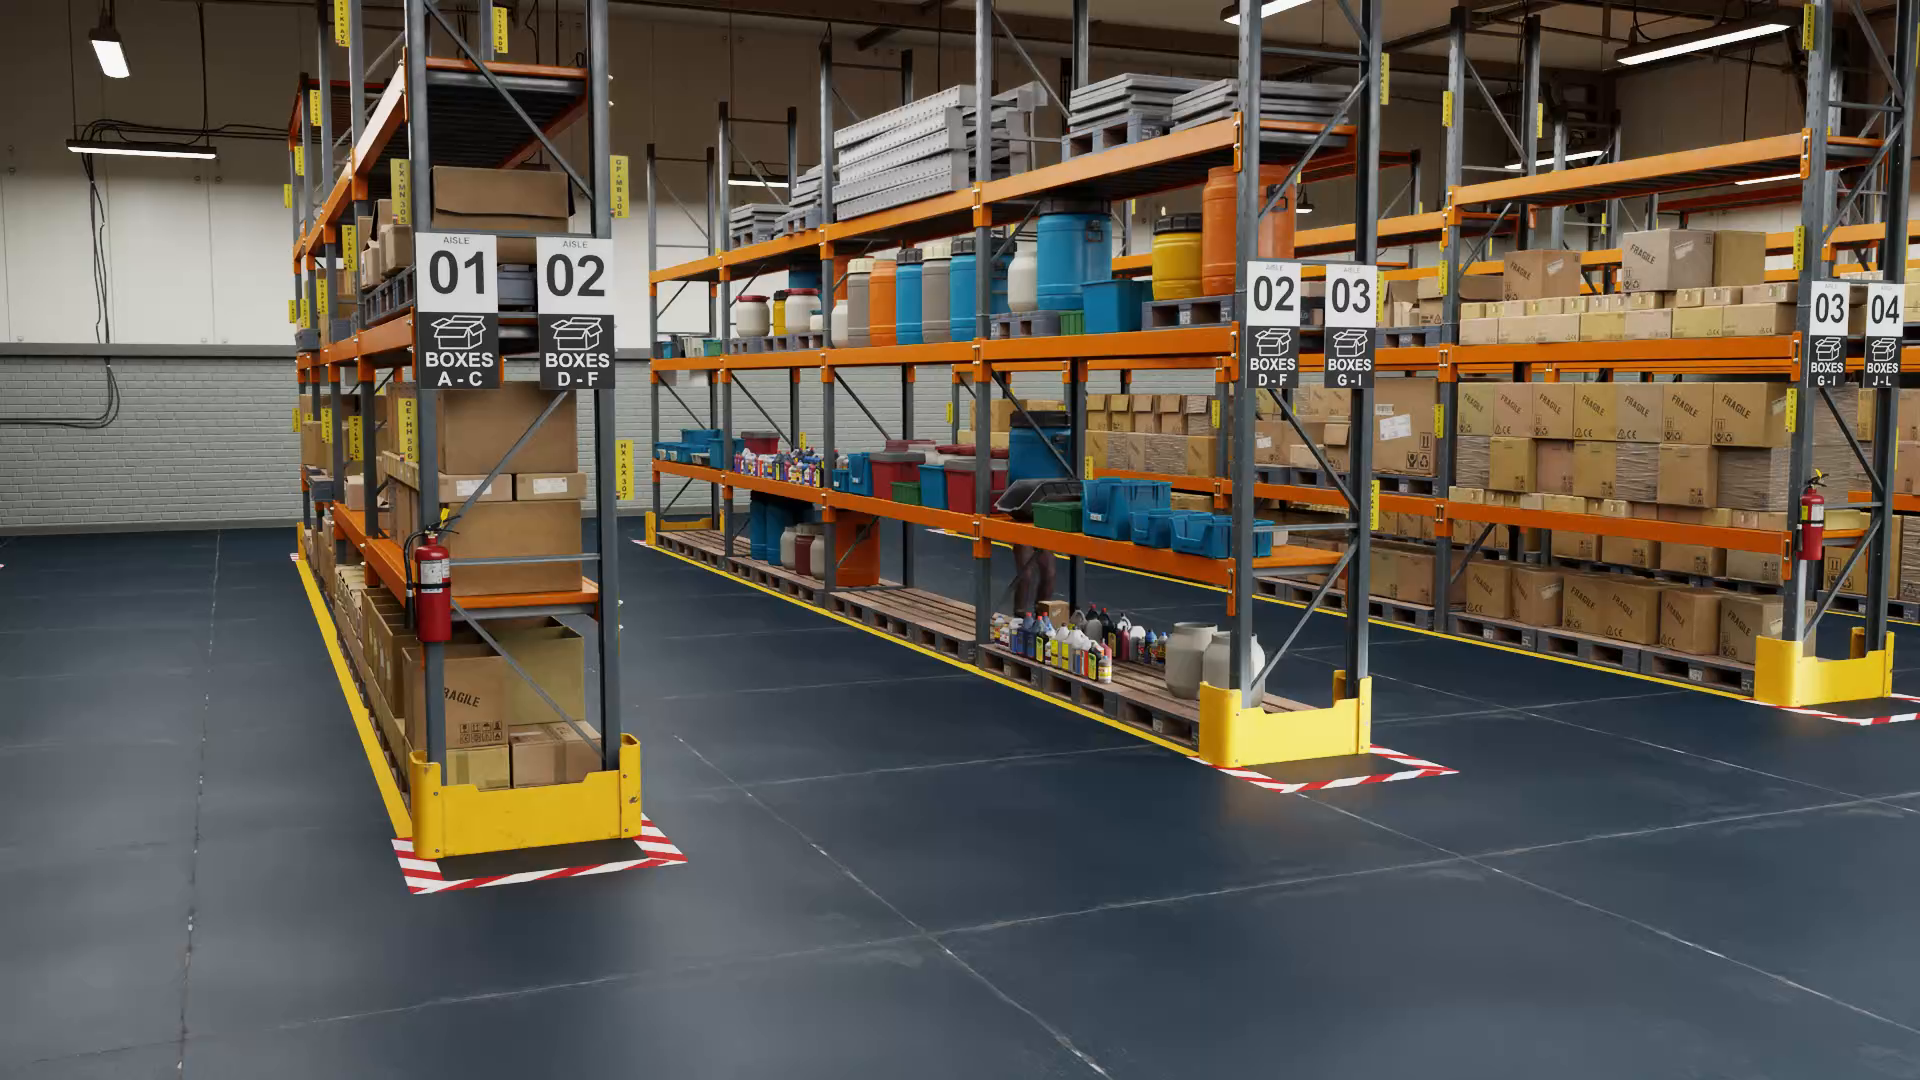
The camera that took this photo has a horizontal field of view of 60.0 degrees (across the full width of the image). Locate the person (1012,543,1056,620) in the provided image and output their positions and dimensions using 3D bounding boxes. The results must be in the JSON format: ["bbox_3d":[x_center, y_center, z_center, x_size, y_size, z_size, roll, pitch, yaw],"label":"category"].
[{"bbox_3d":[0.780,-0.001,17.102,0.549,1.691,0.364,-2,6,-22],"label":"person"}]
